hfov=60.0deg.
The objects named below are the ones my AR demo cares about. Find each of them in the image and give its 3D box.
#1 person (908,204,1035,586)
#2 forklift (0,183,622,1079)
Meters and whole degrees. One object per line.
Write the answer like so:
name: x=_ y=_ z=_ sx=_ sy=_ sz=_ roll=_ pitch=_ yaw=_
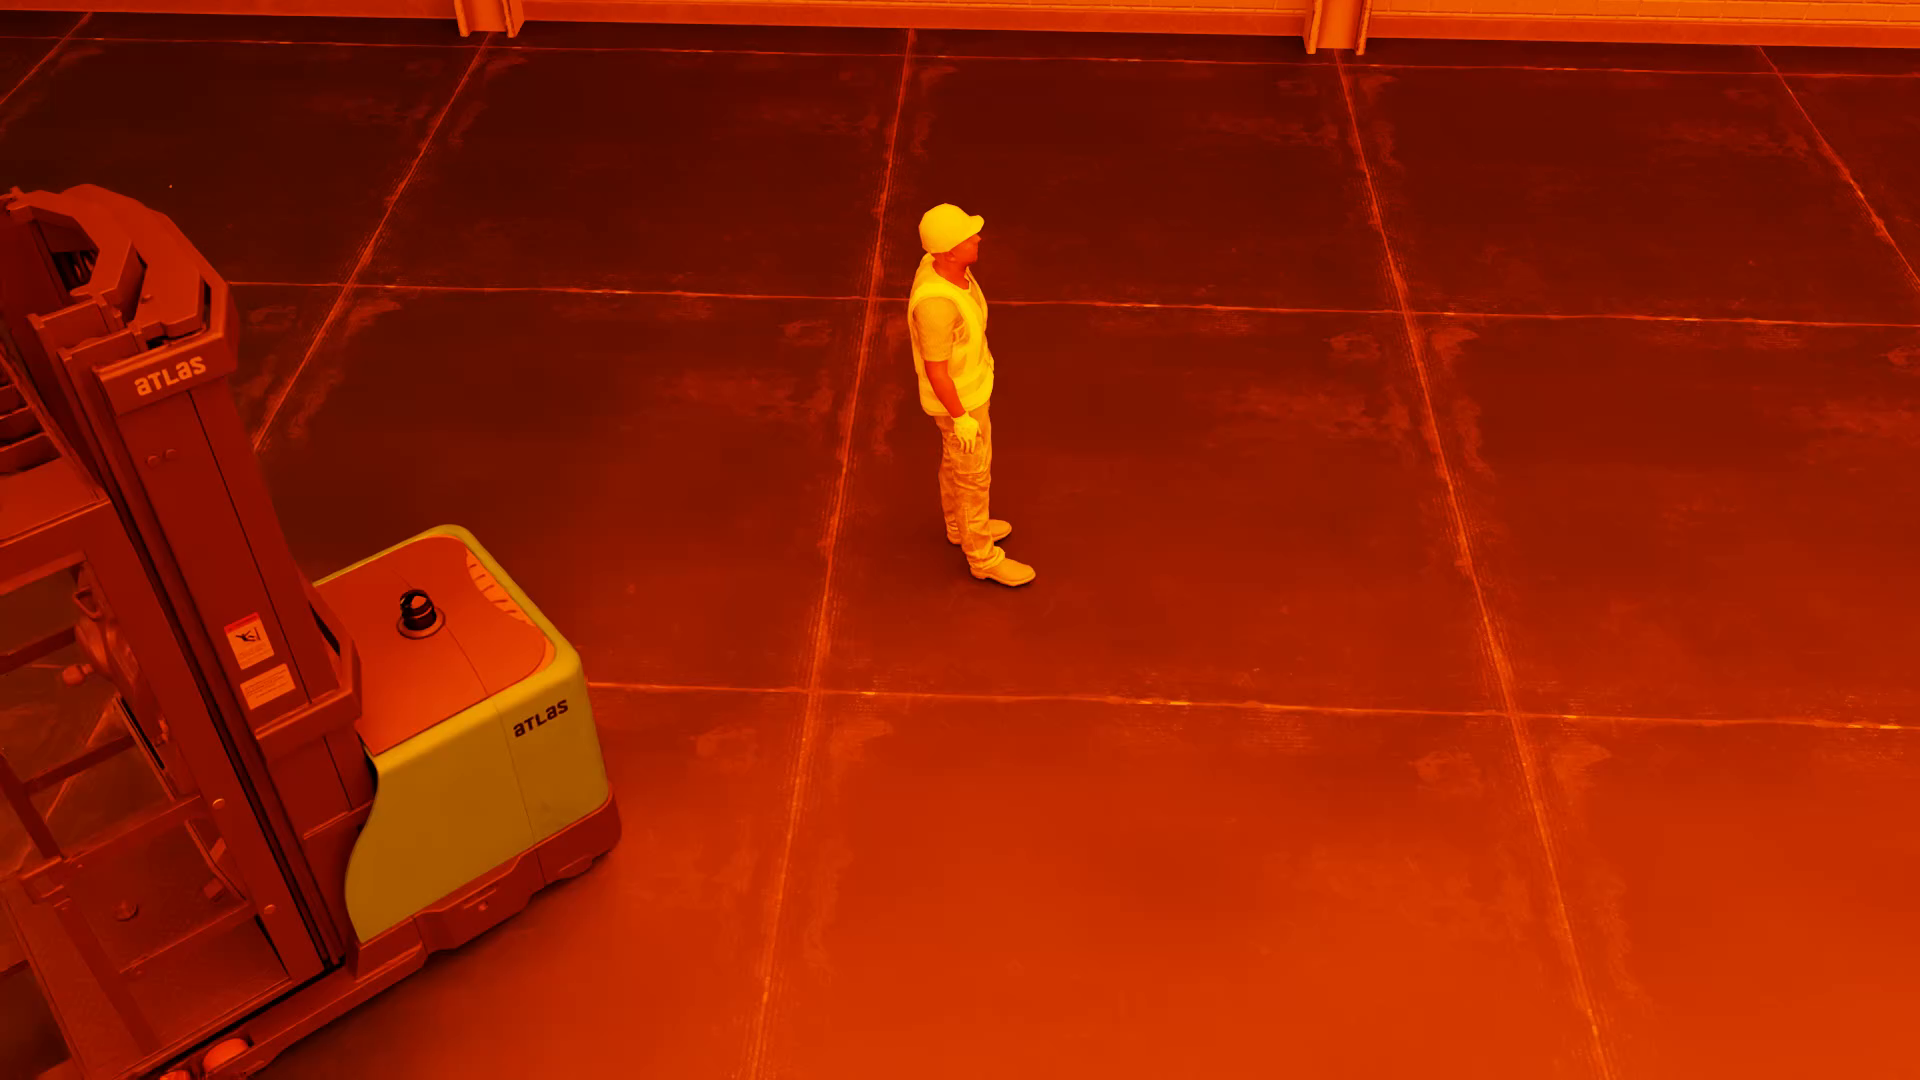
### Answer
person: x=0.072 y=-0.656 z=7.302 sx=0.575 sy=1.784 sz=0.656 roll=2 pitch=42 yaw=2
forklift: x=-2.795 y=0.504 z=5.190 sx=3.031 sy=2.935 sz=1.130 roll=-29 pitch=50 yaw=-28
